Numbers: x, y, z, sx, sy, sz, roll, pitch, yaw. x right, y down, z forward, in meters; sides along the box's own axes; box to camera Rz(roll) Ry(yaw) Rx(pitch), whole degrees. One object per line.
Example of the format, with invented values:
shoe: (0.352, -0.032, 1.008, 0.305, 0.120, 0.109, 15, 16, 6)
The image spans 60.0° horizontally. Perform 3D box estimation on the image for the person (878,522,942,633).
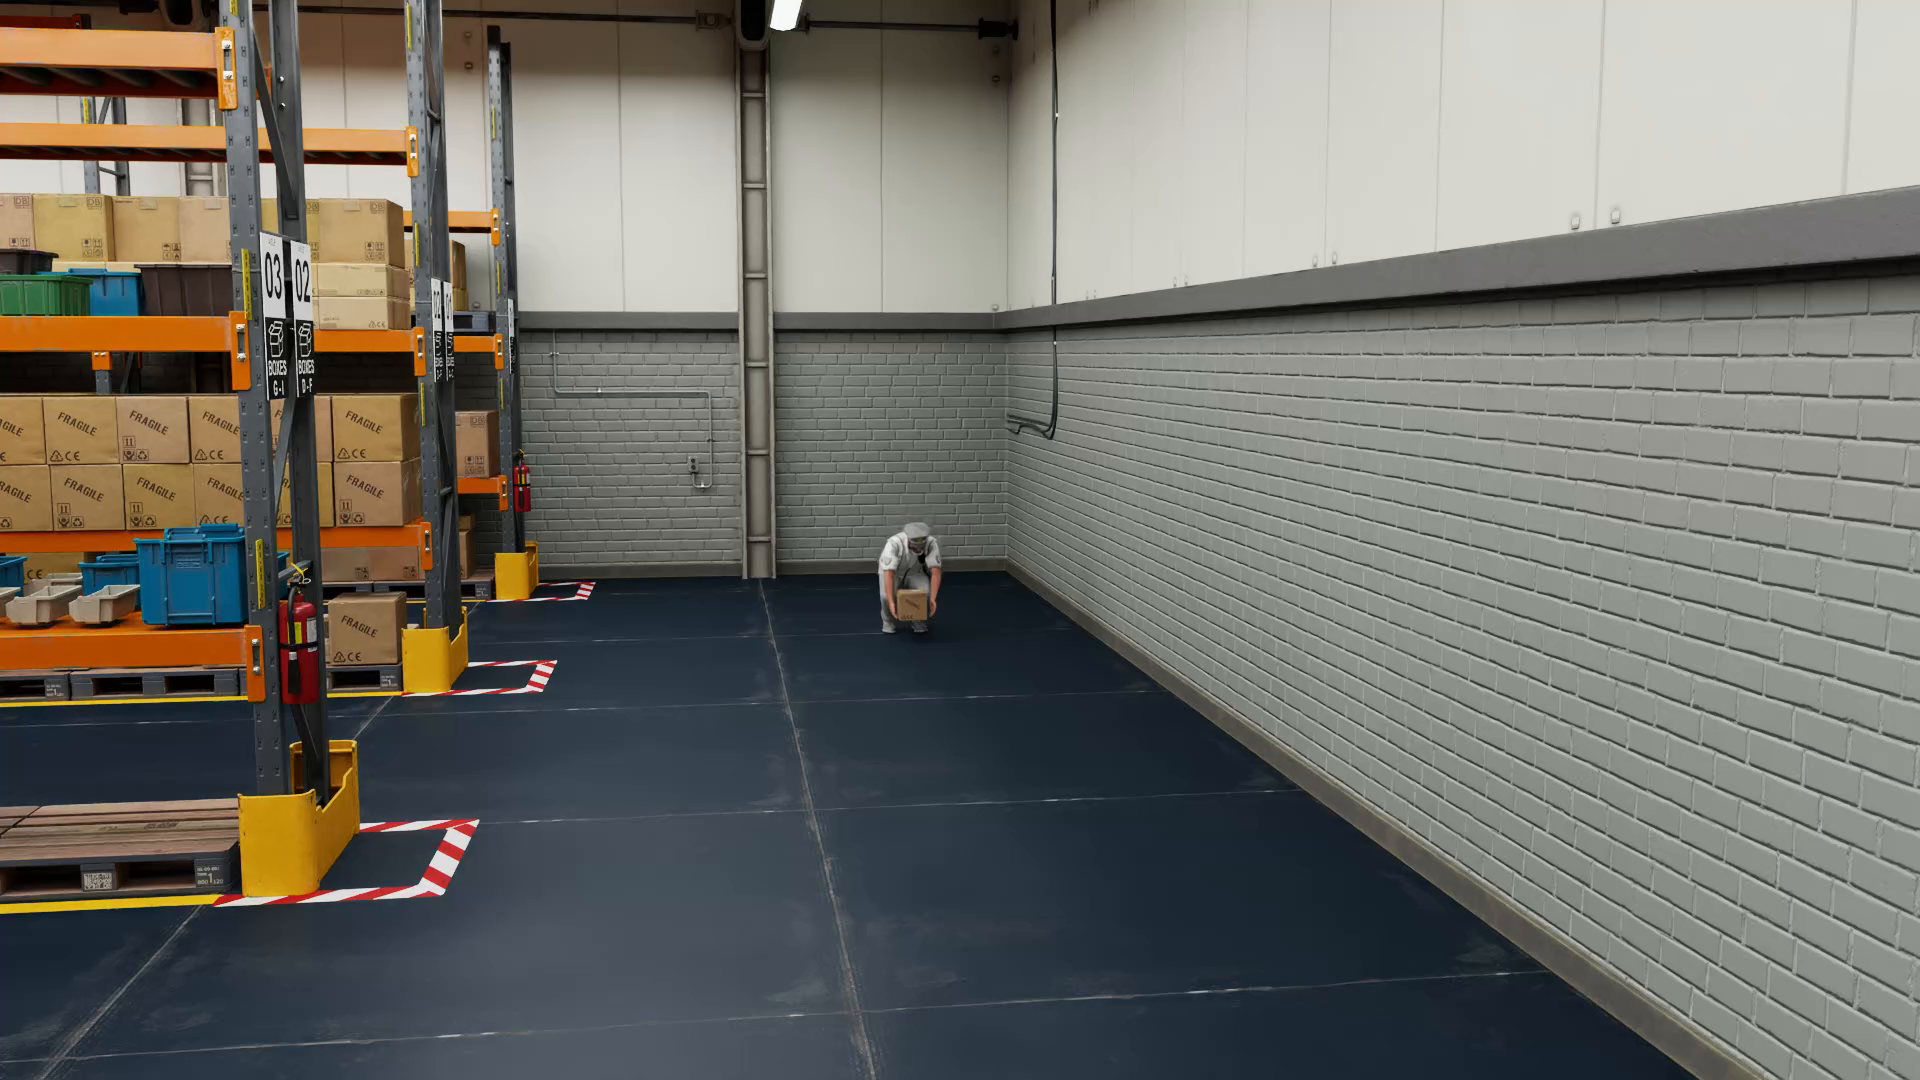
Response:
person: (-0.477, 0.344, 15.645, 0.573, 1.082, 0.917, -1, 7, -9)
